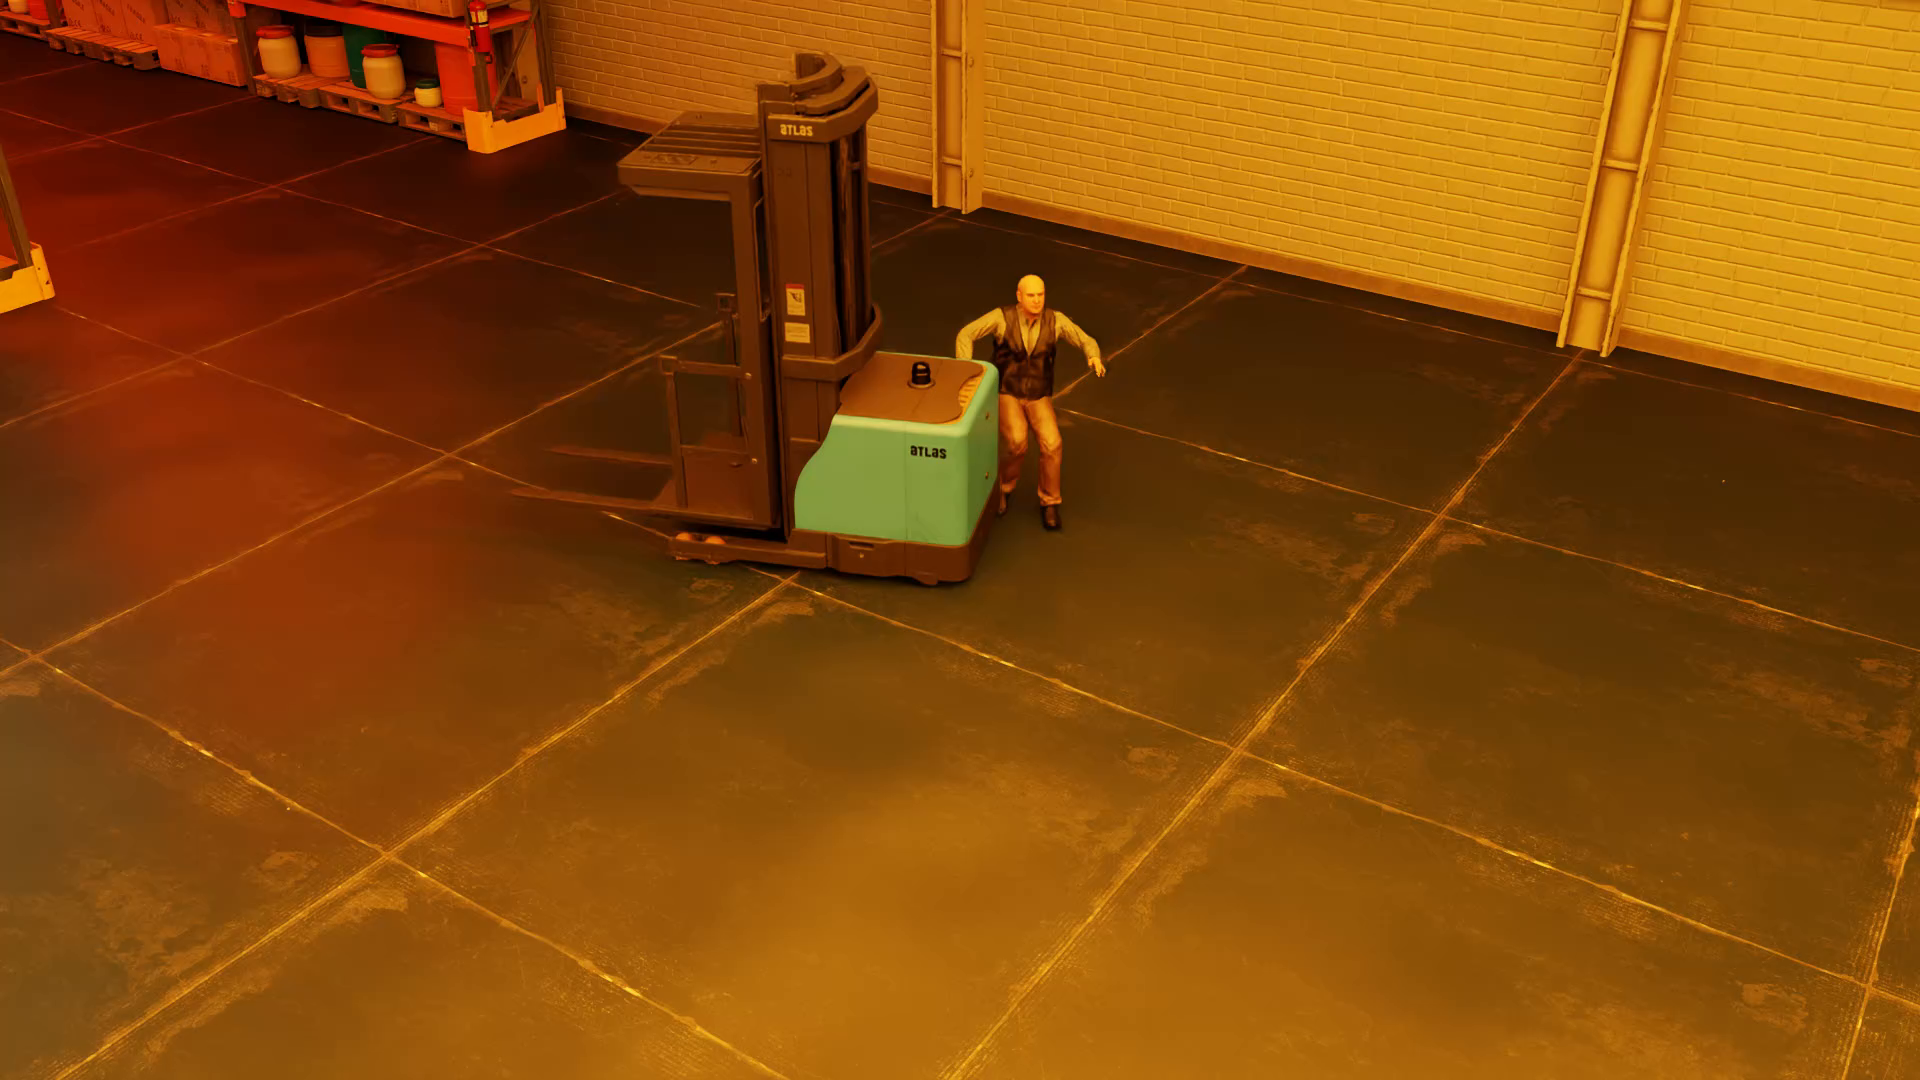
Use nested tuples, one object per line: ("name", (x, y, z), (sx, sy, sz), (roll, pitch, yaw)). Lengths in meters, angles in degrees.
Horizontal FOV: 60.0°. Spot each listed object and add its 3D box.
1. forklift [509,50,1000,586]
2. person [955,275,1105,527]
("forklift", (-1.319, -1.369, 9.938), (3.031, 2.935, 1.130), (6, 31, 11))
("person", (0.452, -0.887, 10.557), (0.940, 1.487, 0.872), (-9, 31, -16))
